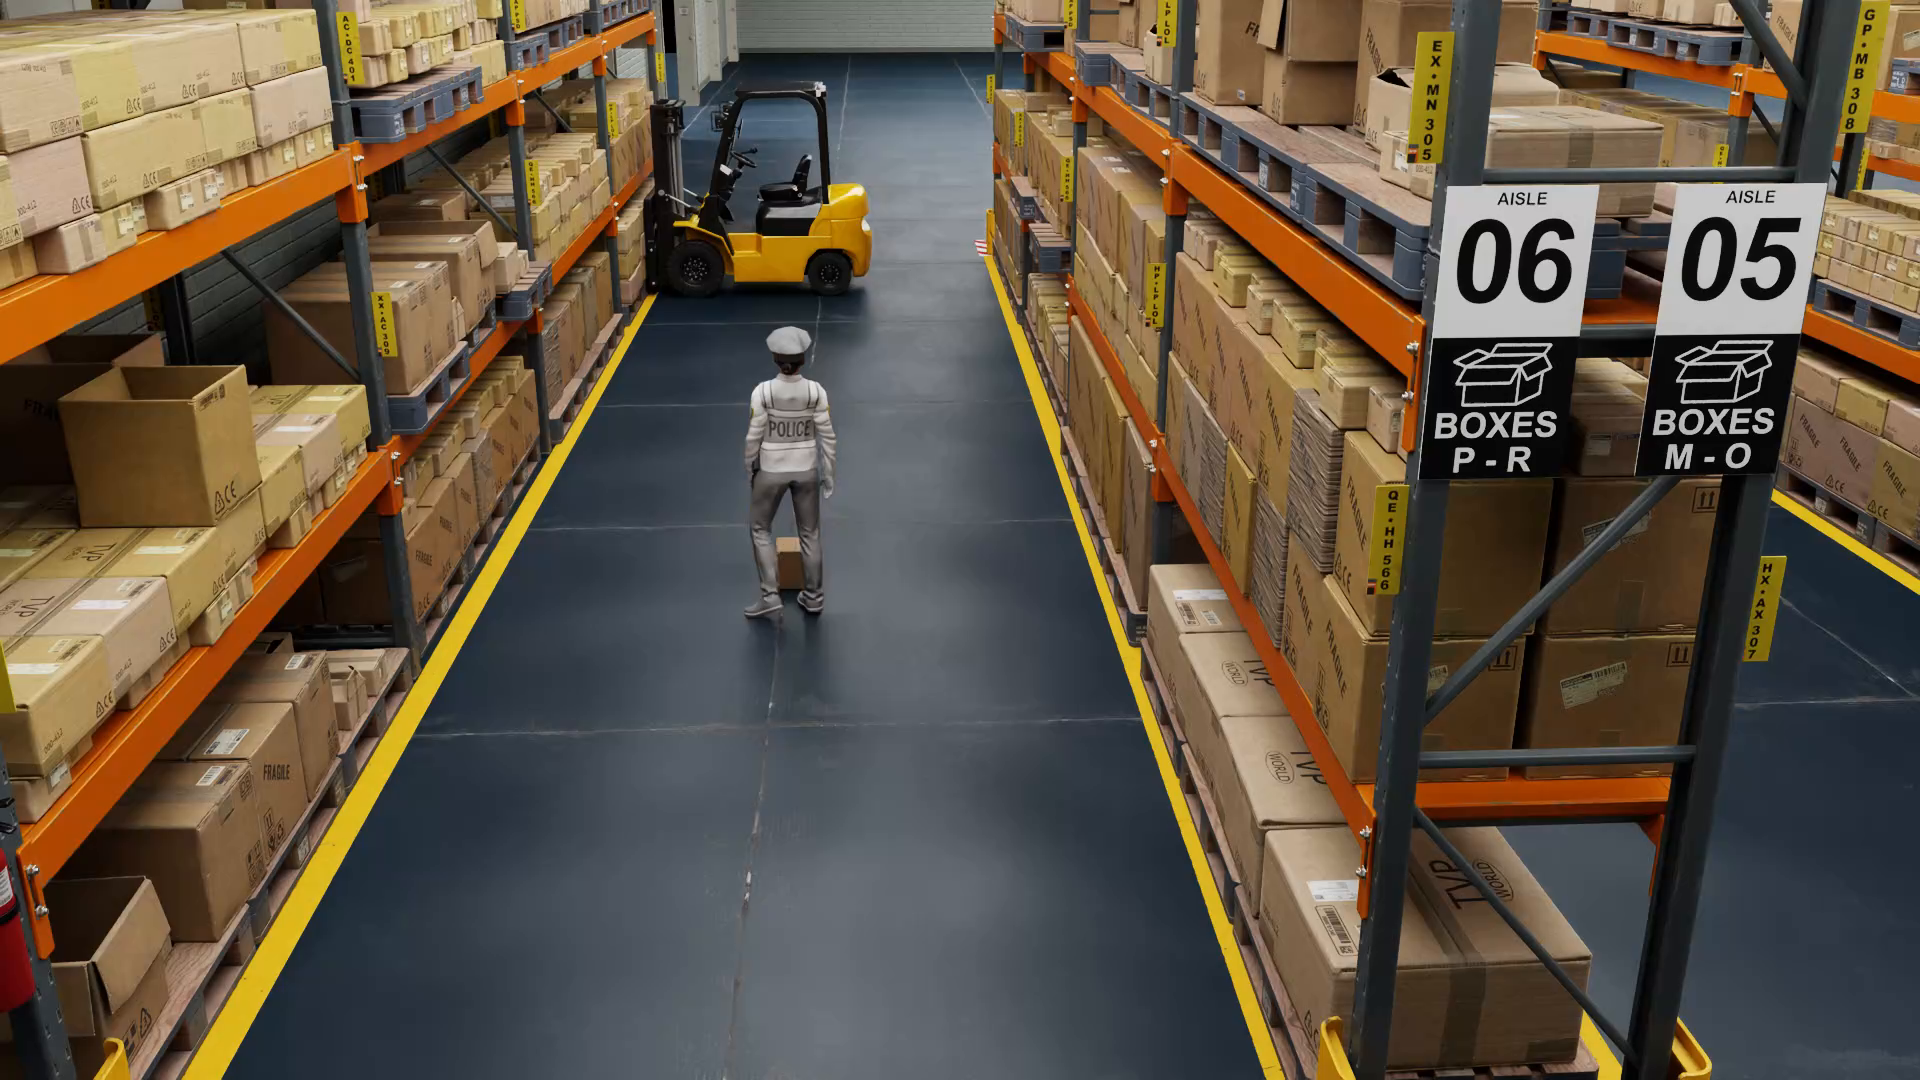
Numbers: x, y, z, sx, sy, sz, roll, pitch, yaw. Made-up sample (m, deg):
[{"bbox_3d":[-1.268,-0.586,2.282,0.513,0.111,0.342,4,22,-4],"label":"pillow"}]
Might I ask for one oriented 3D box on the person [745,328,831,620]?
[{"bbox_3d":[-0.978,-0.372,9.504,0.474,1.693,0.362,-1,21,-2],"label":"person"}]
